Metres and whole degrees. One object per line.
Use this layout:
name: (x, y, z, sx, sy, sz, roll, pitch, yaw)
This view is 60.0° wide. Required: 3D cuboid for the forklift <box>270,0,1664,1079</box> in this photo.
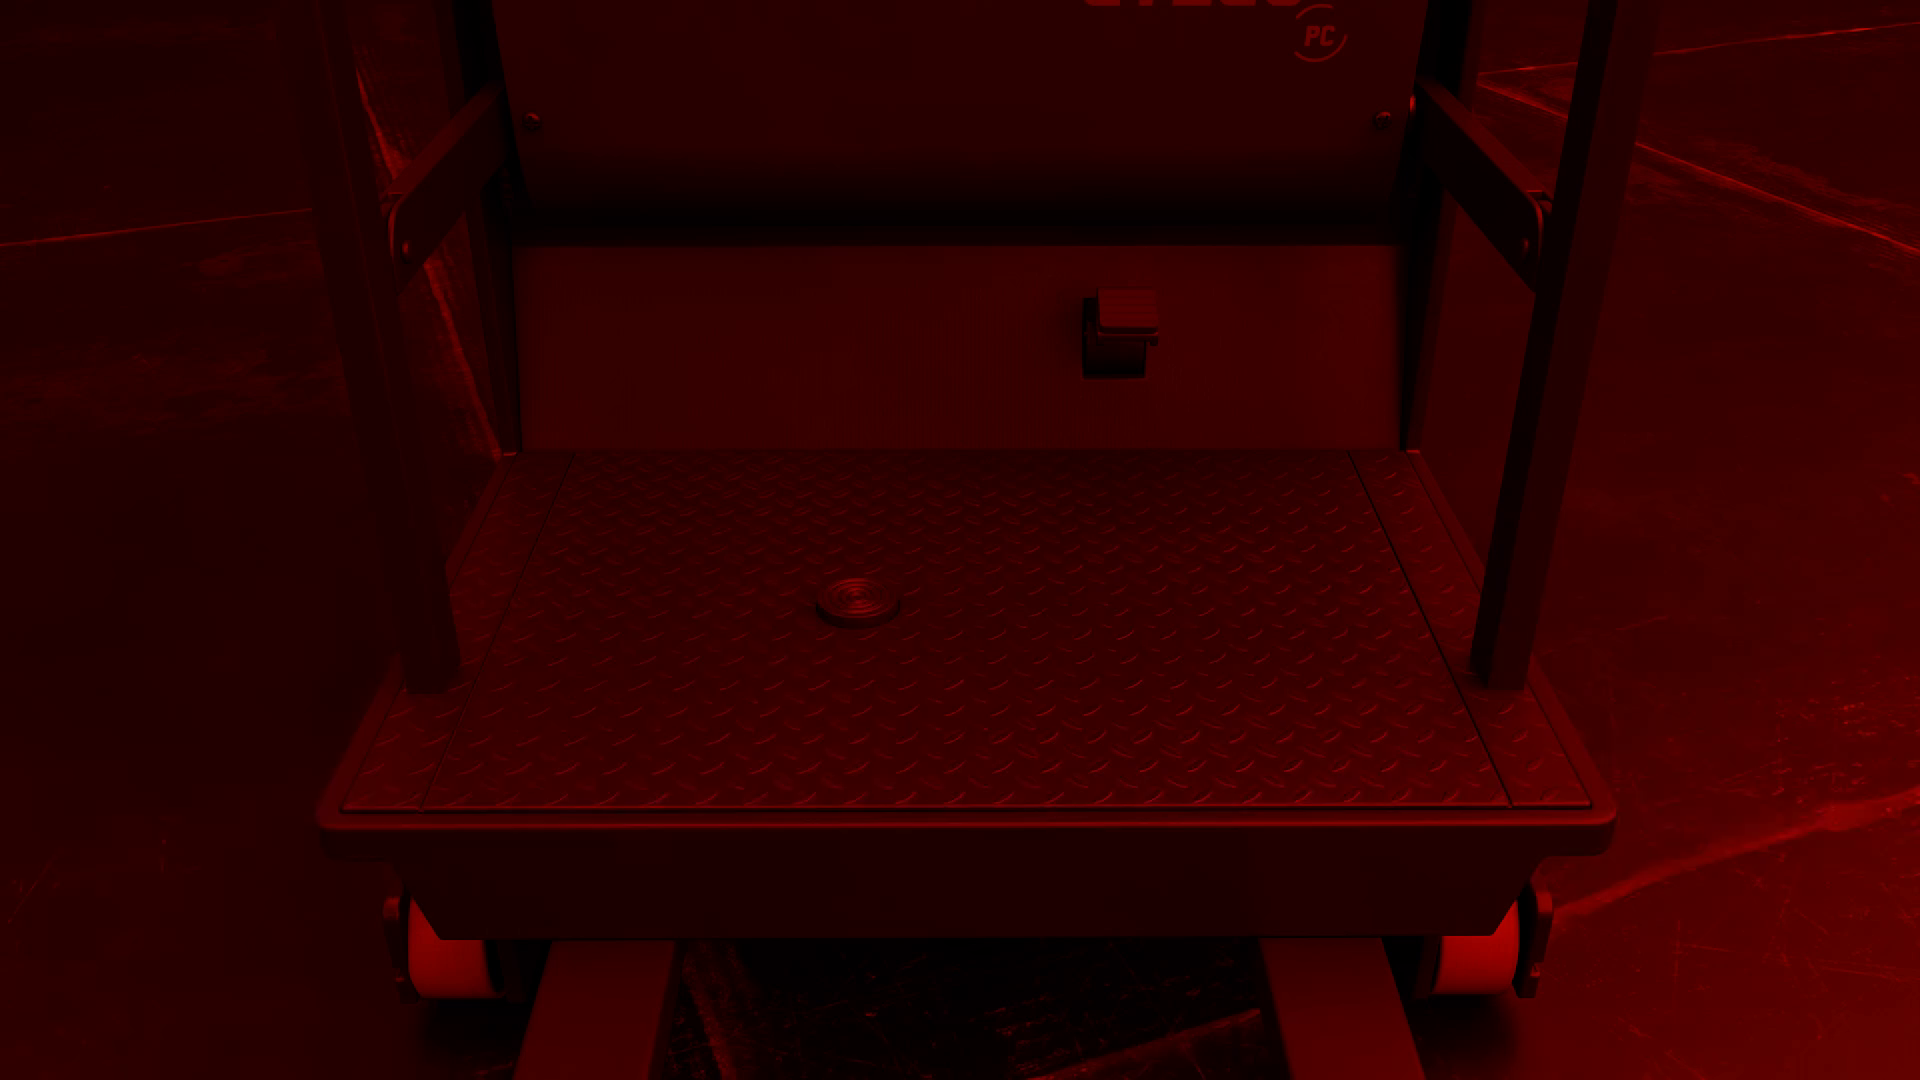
forklift: (0.003, -0.964, 1.232, 1.130, 2.935, 3.031, 0, 30, 0)
